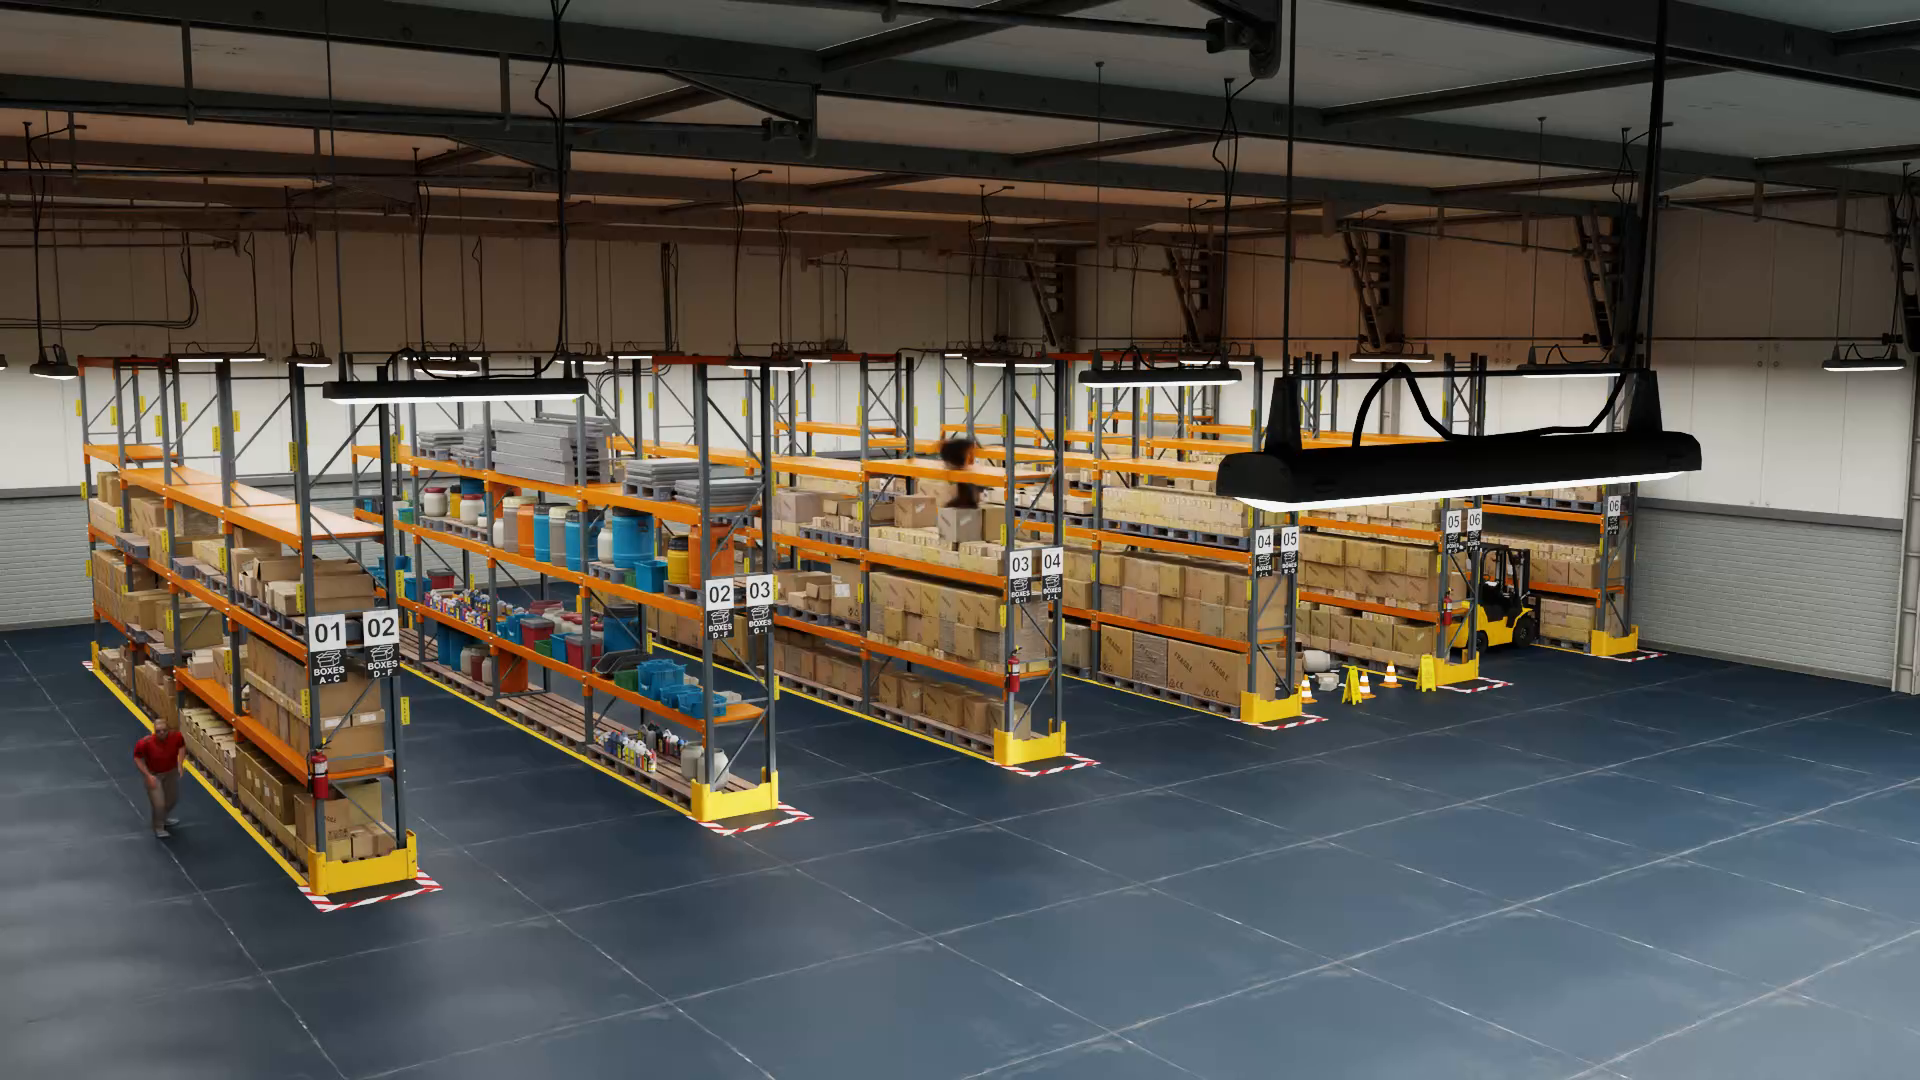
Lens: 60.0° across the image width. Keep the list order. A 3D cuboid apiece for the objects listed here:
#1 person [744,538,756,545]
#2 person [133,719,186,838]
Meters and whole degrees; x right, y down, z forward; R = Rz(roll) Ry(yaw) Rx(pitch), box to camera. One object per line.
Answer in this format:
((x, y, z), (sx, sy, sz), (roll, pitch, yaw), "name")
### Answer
((-5.204, 0.577, 41.029), (0.620, 1.599, 0.547), (4, 8, 31), "person")
((-10.194, 2.989, 21.186), (0.868, 1.578, 0.712), (5, 8, 35), "person")
